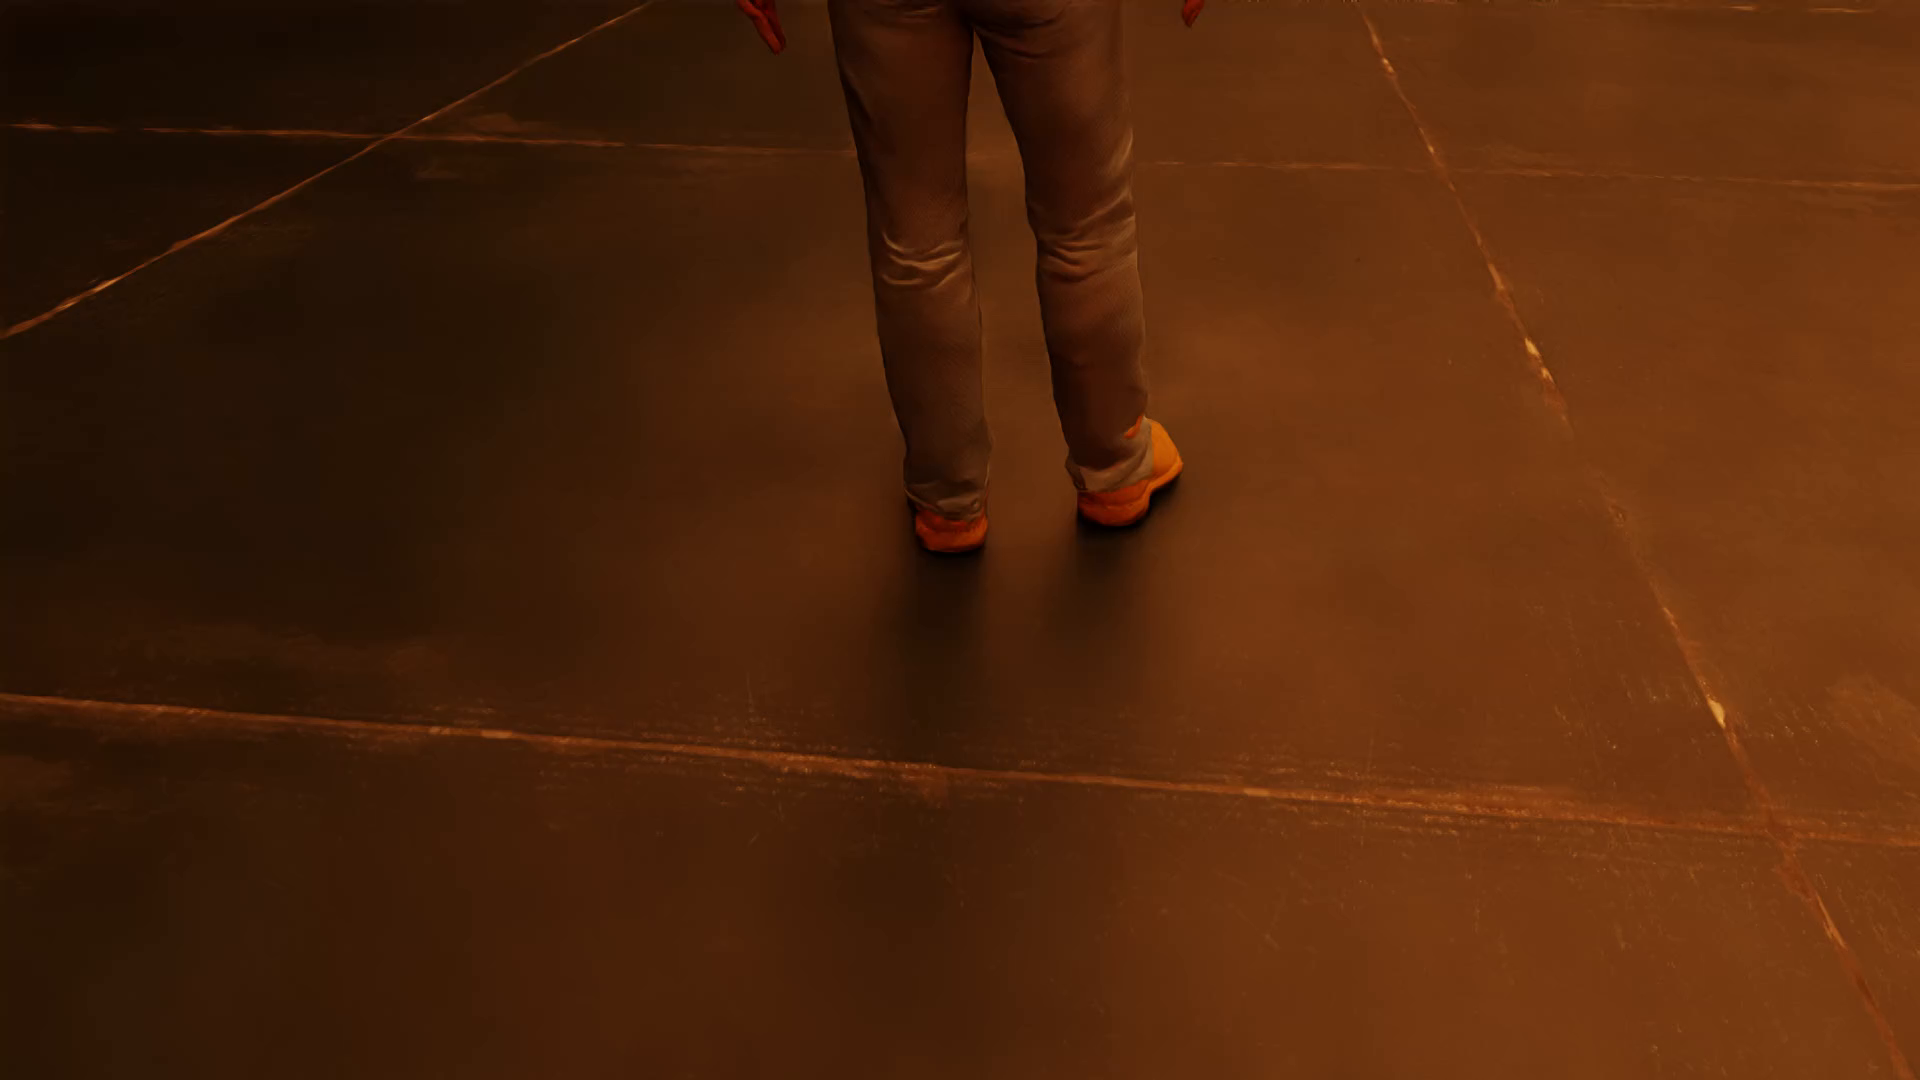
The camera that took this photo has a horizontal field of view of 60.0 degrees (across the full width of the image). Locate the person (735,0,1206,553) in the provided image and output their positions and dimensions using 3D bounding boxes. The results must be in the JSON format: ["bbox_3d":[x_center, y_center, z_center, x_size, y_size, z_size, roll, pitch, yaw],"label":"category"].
[{"bbox_3d":[0.015,-0.824,2.165,0.665,1.760,0.576,3,27,7],"label":"person"}]
